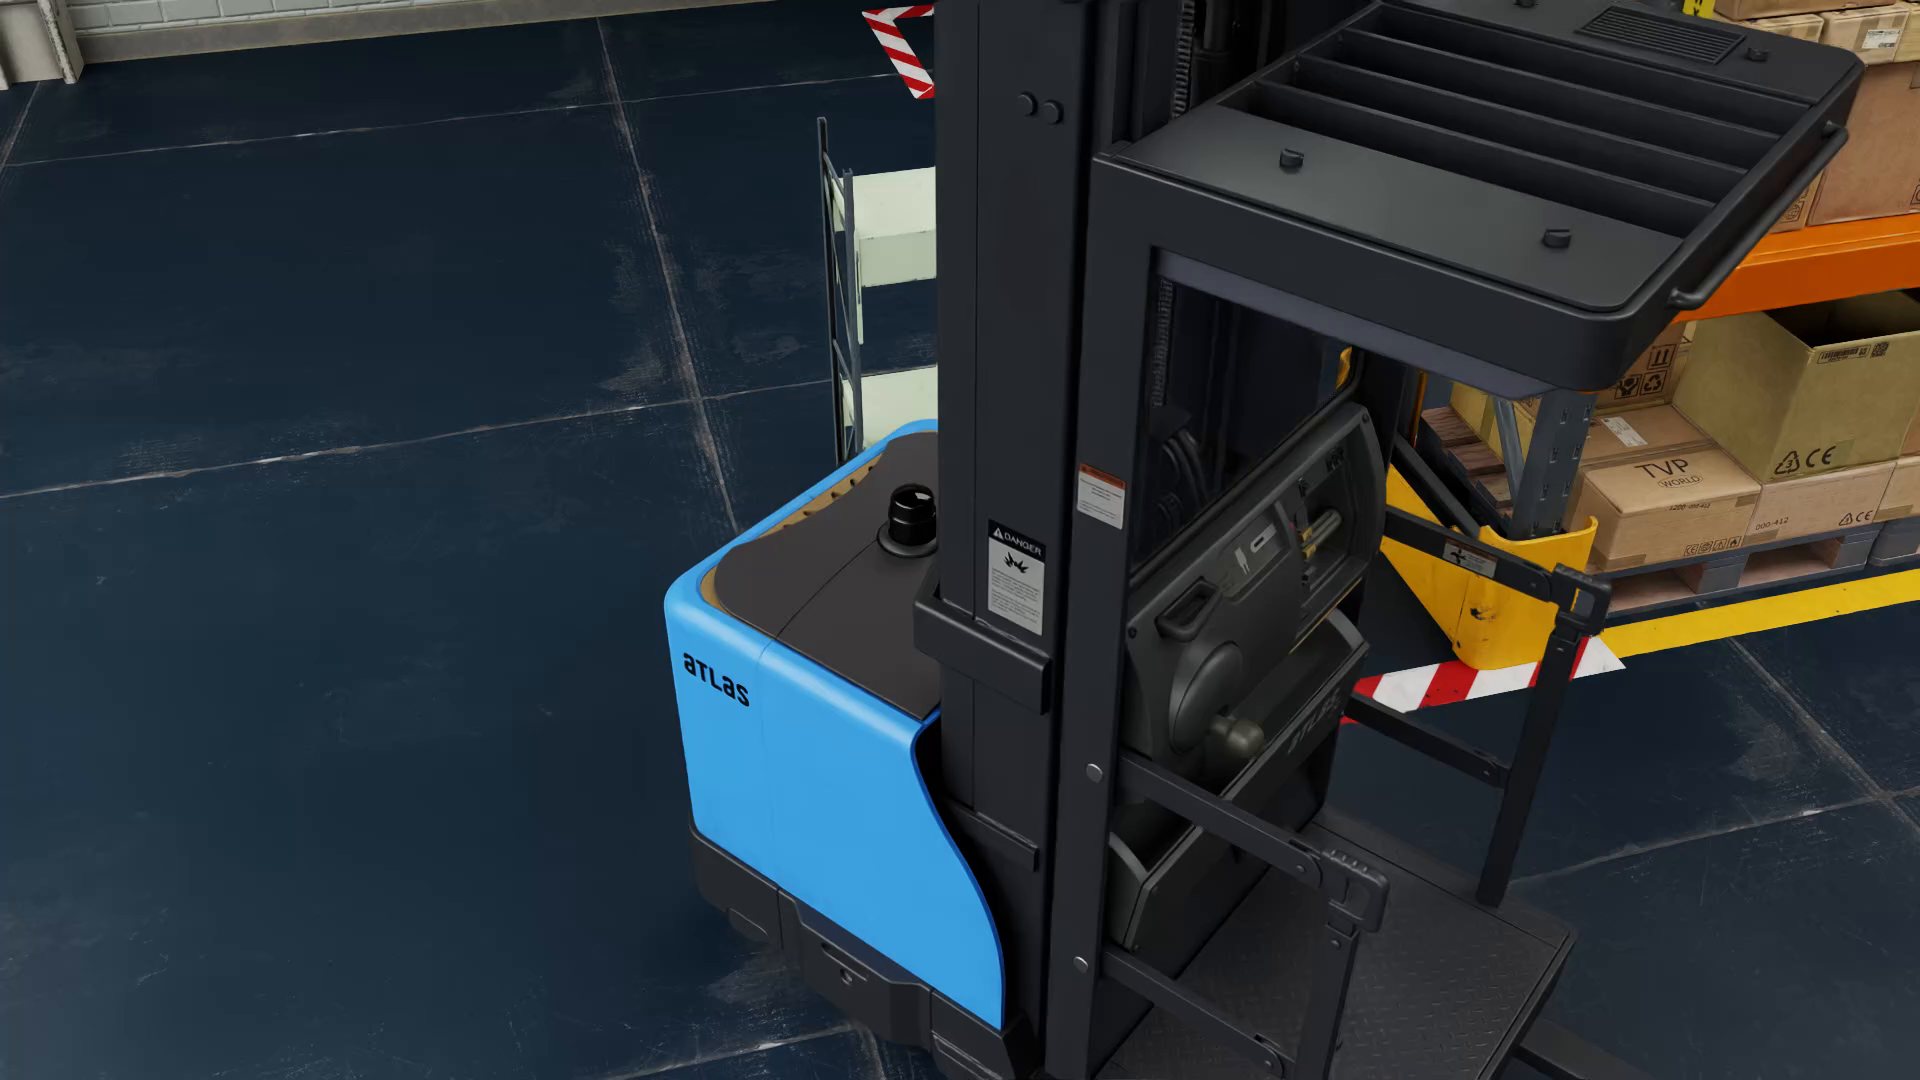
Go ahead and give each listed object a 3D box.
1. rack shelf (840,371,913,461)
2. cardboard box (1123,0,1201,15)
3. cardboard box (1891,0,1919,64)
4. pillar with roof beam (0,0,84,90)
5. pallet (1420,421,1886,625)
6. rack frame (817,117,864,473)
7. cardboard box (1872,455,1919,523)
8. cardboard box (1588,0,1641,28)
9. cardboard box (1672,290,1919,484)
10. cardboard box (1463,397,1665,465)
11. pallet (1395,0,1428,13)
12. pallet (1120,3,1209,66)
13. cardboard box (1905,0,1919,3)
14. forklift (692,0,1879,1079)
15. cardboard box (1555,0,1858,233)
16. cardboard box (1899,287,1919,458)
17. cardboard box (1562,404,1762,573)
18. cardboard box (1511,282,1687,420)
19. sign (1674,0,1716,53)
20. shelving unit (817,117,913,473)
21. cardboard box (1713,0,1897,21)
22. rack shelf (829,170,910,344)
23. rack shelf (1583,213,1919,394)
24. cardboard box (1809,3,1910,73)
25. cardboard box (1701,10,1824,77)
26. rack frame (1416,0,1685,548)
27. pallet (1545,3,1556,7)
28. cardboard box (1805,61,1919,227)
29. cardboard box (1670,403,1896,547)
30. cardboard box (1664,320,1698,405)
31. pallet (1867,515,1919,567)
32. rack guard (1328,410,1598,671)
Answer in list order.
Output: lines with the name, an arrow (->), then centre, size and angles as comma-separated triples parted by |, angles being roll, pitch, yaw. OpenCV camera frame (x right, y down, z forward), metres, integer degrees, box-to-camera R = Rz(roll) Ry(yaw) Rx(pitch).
rack shelf -> -0.006, -0.336, 5.491 | 0.720, 0.370, 0.431 | -9, 38, -12
cardboard box -> 1.034, -3.215, 9.335 | 0.500, 0.311, 0.500 | -14, 39, -17
cardboard box -> 2.568, -1.462, 4.576 | 0.250, 0.149, 0.380 | -9, 38, -12
pillar with roof beam -> -3.877, -3.577, 3.020 | 0.400, 9.000, 9.100 | -9, 38, -12
pallet -> 2.365, -0.185, 5.818 | 1.213, 0.211, 1.003 | -9, 38, -12
rack frame -> -0.360, -0.537, 5.217 | 0.023, 1.500, 0.400 | -9, 38, -12
cardboard box -> 3.178, -0.336, 5.638 | 0.500, 0.250, 0.500 | -9, 38, -12
cardboard box -> 1.957, -1.616, 4.778 | 0.250, 0.149, 0.380 | -10, 39, -13
cardboard box -> 2.696, -0.554, 5.305 | 0.500, 0.500, 0.500 | -9, 38, -12
cardboard box -> 2.078, -0.479, 5.825 | 0.500, 0.250, 0.500 | -9, 38, -12
pallet -> 2.385, -3.255, 9.832 | 1.213, 0.211, 1.003 | -9, 38, -12
pallet -> 1.209, -3.064, 9.582 | 1.213, 0.211, 1.003 | -9, 38, -12
cardboard box -> 2.649, -1.863, 4.566 | 0.500, 0.500, 0.700 | -10, 39, -13
forklift -> 0.681, 0.180, 3.103 | 1.130, 2.935, 3.031 | -28, 45, -31
cardboard box -> 2.092, -1.253, 4.836 | 0.500, 0.500, 0.700 | -9, 38, -12
cardboard box -> 3.175, -0.641, 5.419 | 0.500, 0.500, 0.500 | -9, 38, -12
cardboard box -> 2.213, -0.176, 5.428 | 0.500, 0.250, 0.500 | -9, 38, -12
cardboard box -> 2.078, -0.779, 5.599 | 0.500, 0.500, 0.500 | -9, 38, -12
sign -> 1.777, -1.195, 4.066 | 0.005, 0.325, 0.100 | -9, 38, -12
shelving unit -> -0.006, -0.595, 5.293 | 0.755, 1.500, 0.431 | -9, 38, -12
cardboard box -> 2.143, -1.776, 4.453 | 0.500, 0.500, 0.700 | -9, 38, -12
rack shelf -> -0.006, -0.905, 5.056 | 0.720, 0.370, 0.431 | -9, 38, -12
rack shelf -> 3.568, -1.178, 5.413 | 4.000, 0.370, 1.077 | -9, 38, -12
cardboard box -> 2.327, -1.423, 4.525 | 0.250, 0.149, 0.380 | -10, 39, -13
cardboard box -> 2.073, -1.380, 4.469 | 0.250, 0.149, 0.380 | -10, 38, -12
rack frame -> 1.638, -1.146, 4.780 | 0.127, 3.000, 1.000 | -9, 38, -12
pallet -> 3.565, -3.451, 10.087 | 1.213, 0.211, 1.003 | -9, 38, -12
cardboard box -> 2.597, -1.339, 4.949 | 0.500, 0.500, 0.700 | -8, 38, -11
cardboard box -> 2.695, -0.257, 5.535 | 0.500, 0.250, 0.500 | -9, 38, -12
cardboard box -> 2.558, -0.566, 5.938 | 0.500, 0.250, 0.500 | -9, 38, -12
pallet -> 3.541, -0.376, 6.067 | 1.213, 0.211, 1.003 | -9, 38, -12
rack guard -> 1.614, -0.150, 5.534 | 0.348, 0.500, 1.175 | -9, 38, -12
